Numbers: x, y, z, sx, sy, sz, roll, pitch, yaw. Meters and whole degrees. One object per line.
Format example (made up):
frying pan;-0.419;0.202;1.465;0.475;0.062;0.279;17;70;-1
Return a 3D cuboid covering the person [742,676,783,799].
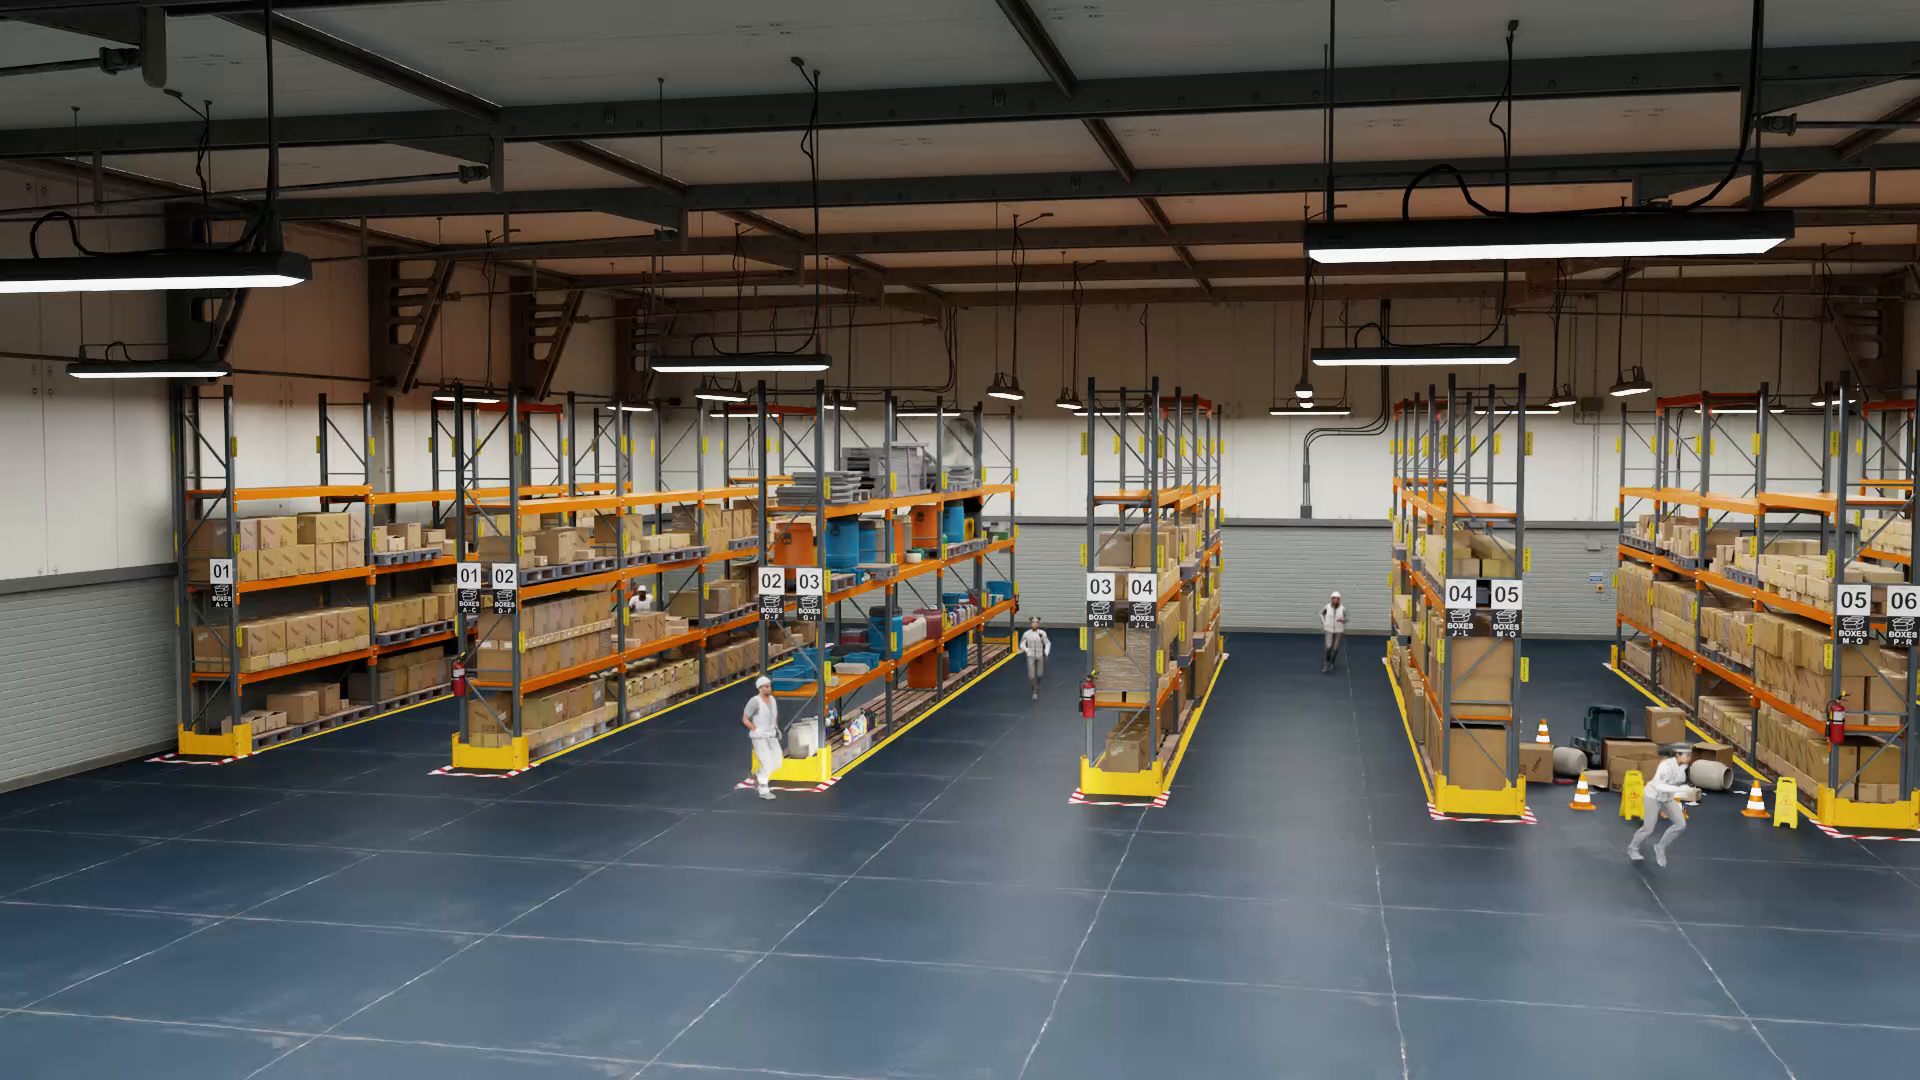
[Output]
person;-2.817;2.805;23.636;0.597;1.745;0.663;3;4;40

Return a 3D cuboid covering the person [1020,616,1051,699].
person;1.500;2.333;33.071;0.612;1.658;0.548;0;3;2

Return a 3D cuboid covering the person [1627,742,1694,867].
person;8.391;3.133;19.818;0.649;1.529;0.916;-2;4;-29

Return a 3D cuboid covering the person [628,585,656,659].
person;-7.495;1.930;39.479;0.683;1.749;0.928;0;3;7

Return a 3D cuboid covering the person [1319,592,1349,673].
person;8.338;2.061;37.066;0.646;1.827;0.681;0;3;7
